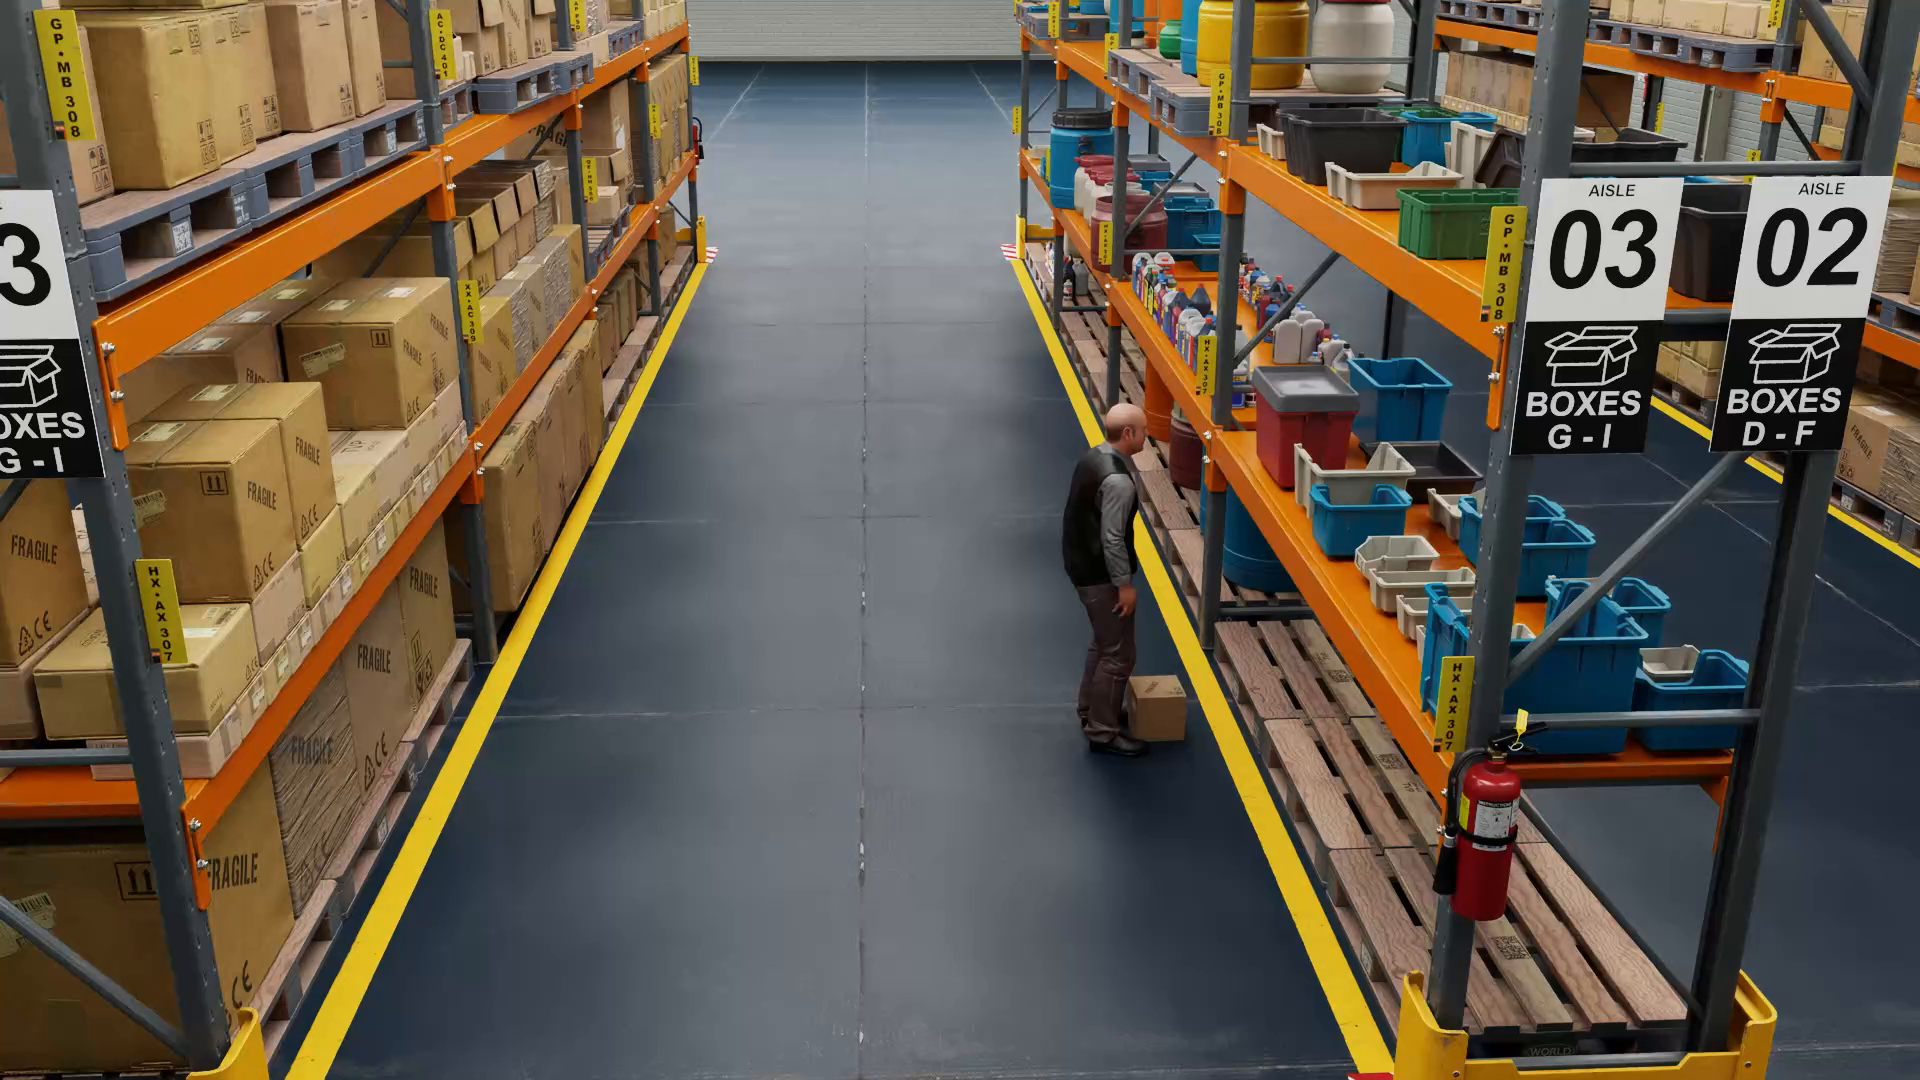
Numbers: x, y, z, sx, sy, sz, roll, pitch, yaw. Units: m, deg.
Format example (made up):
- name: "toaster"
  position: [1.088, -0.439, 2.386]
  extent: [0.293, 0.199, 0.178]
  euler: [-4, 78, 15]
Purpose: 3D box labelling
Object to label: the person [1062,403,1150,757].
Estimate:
- name: "person"
  position: [0.717, 0.170, 8.149]
  extent: [0.422, 1.722, 0.594]
  euler: [-2, 20, -6]
